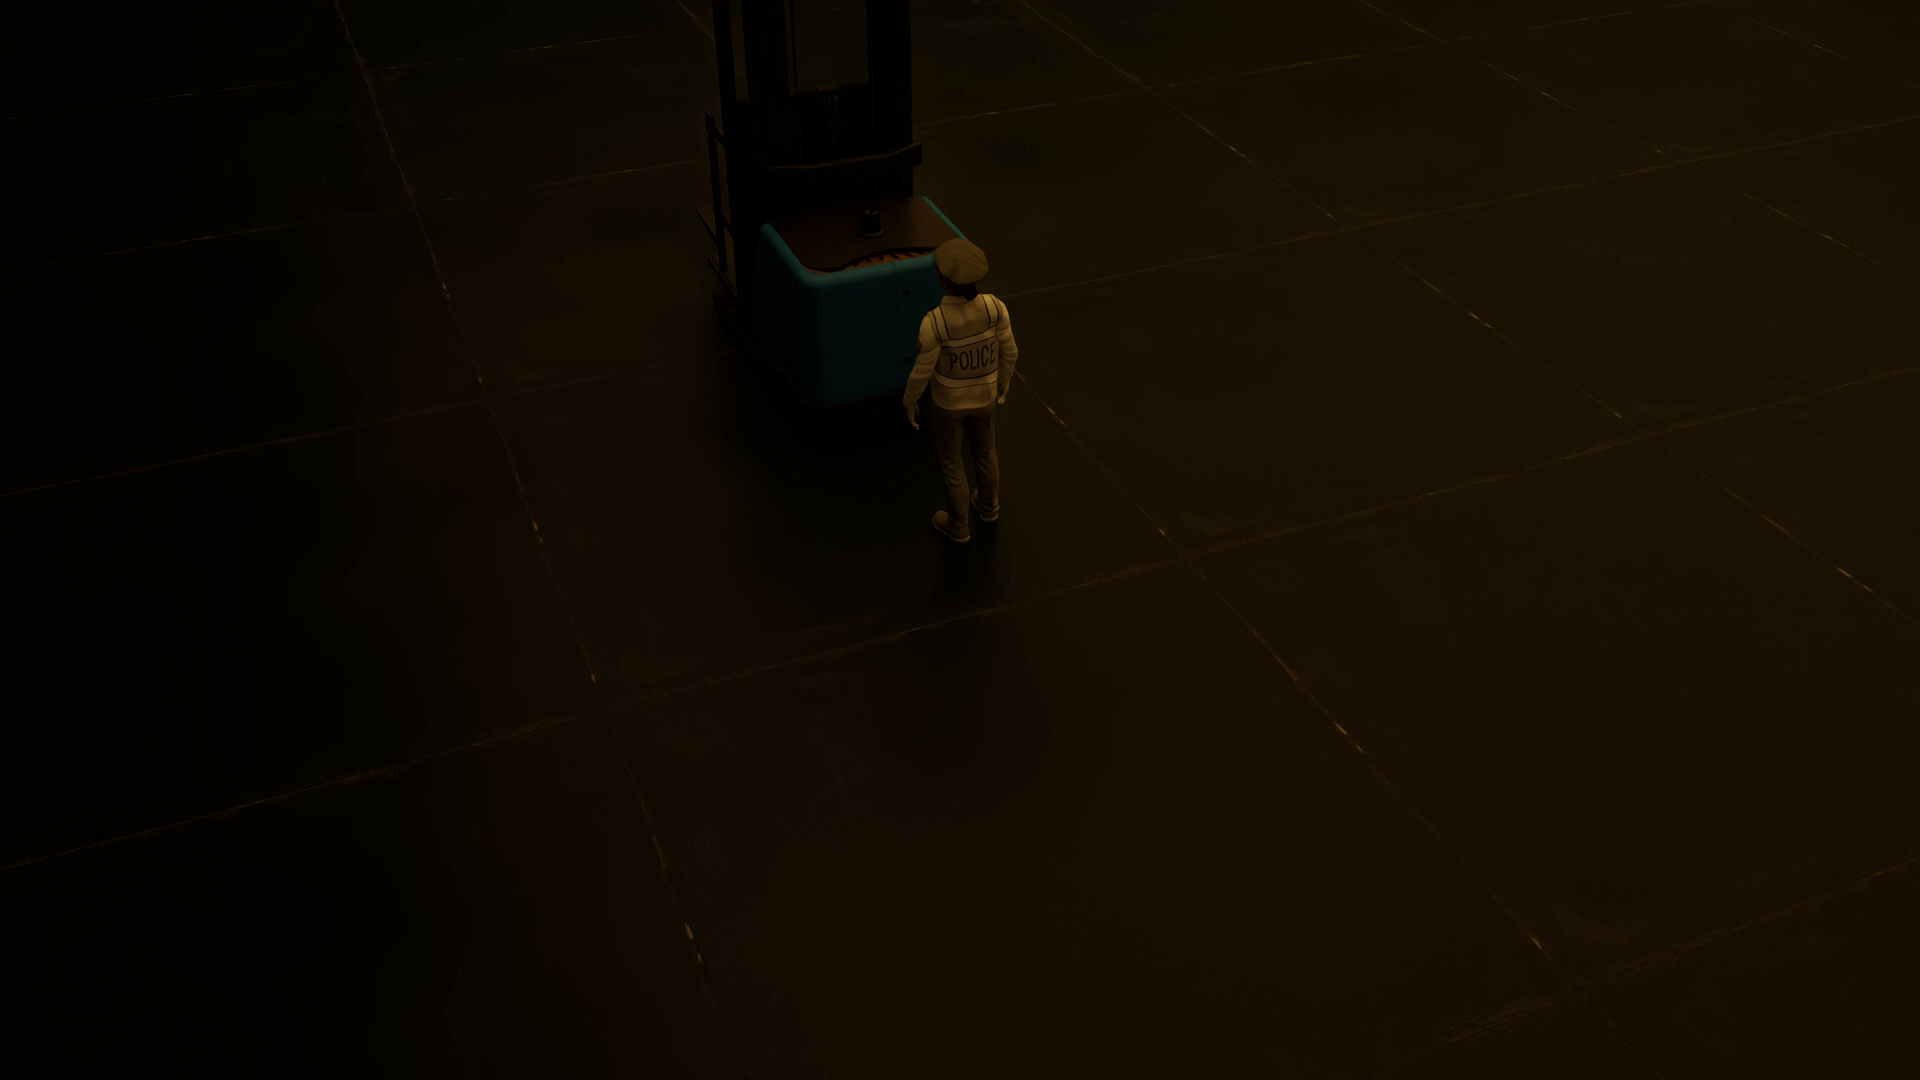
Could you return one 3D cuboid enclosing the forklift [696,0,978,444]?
[{"bbox_3d":[-0.921,-2.576,9.721,1.130,2.935,3.031,-14,38,-18],"label":"forklift"}]

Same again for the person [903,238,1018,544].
[{"bbox_3d":[-0.020,-0.735,8.186,0.586,1.694,0.532,-14,38,-19],"label":"person"}]
